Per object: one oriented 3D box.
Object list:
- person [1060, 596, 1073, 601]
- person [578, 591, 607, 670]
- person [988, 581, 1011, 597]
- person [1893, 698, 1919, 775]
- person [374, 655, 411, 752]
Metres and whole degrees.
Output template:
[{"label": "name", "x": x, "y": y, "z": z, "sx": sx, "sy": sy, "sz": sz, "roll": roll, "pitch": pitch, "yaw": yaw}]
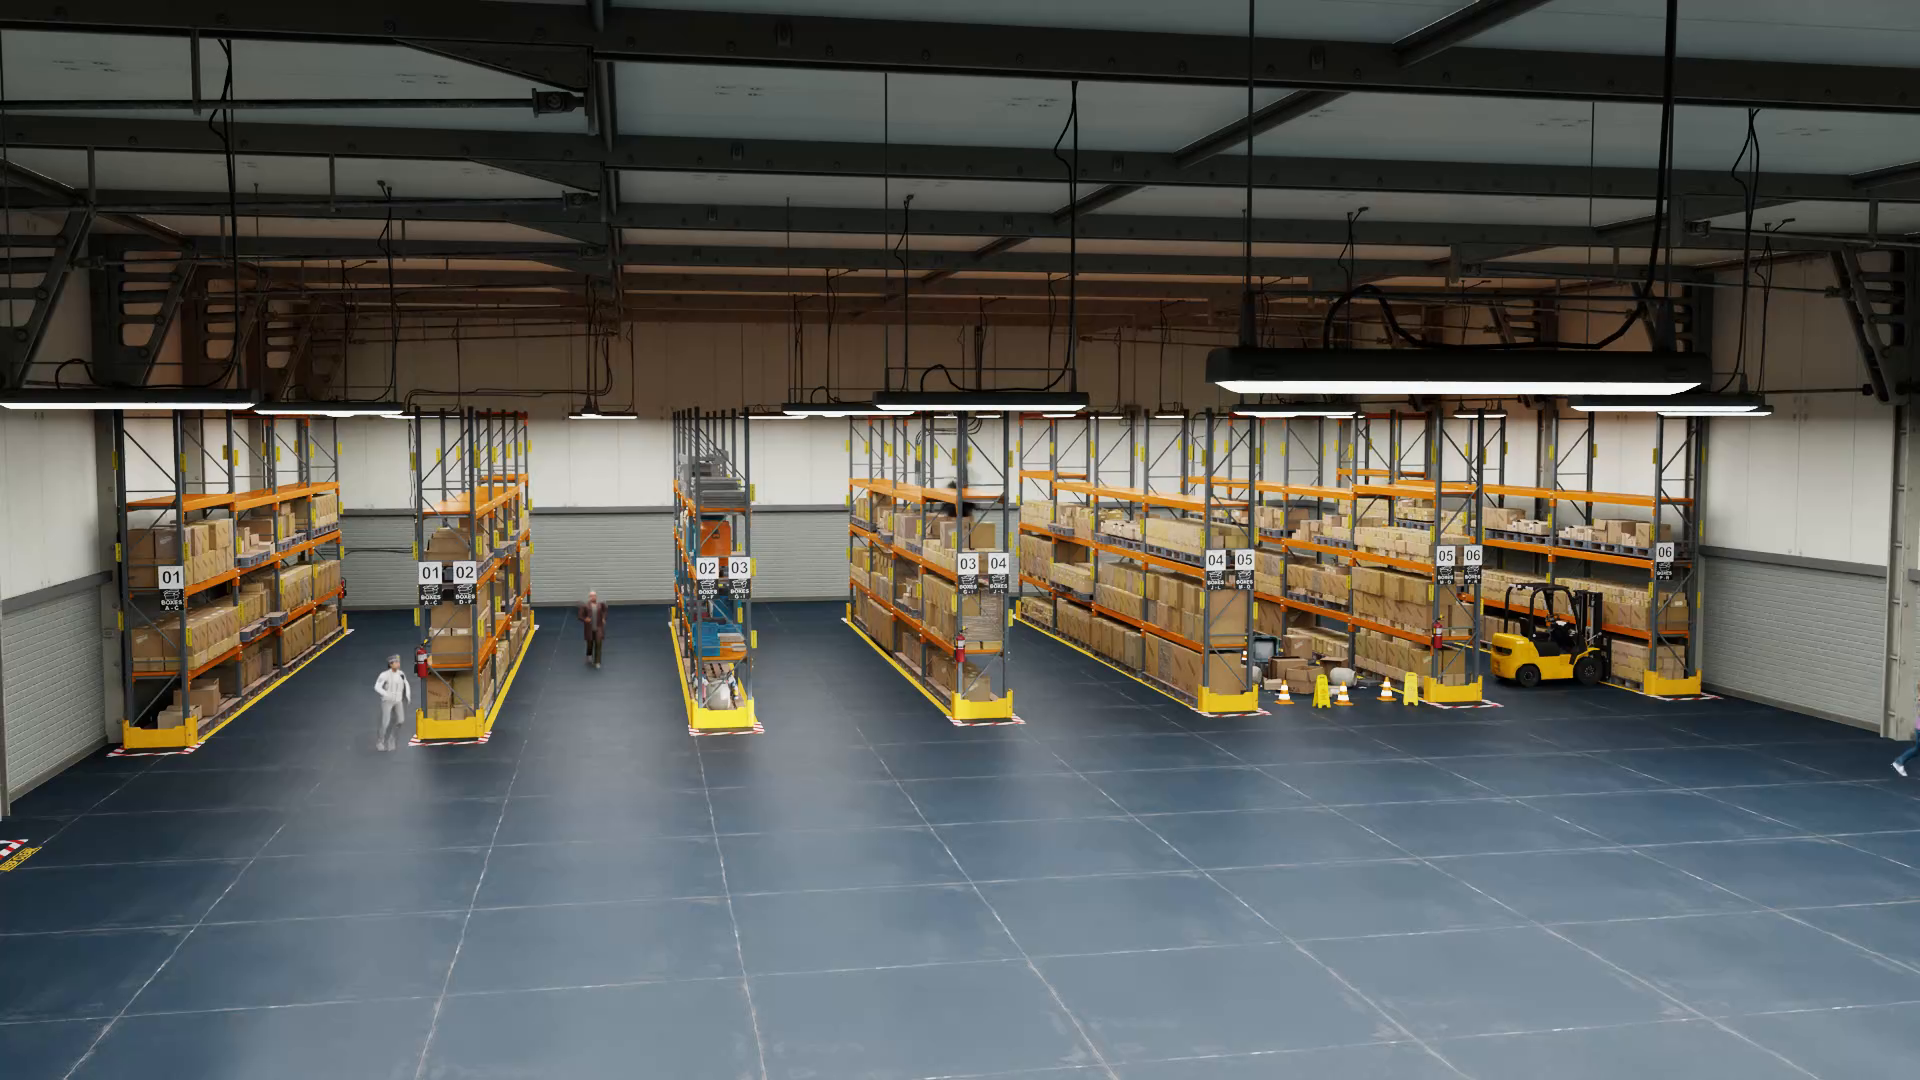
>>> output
[{"label": "person", "x": 3.160, "y": 1.279, "z": 50.197, "sx": 0.567, "sy": 1.740, "sz": 0.648, "roll": -2, "pitch": 5, "yaw": -27}, {"label": "person", "x": -8.517, "y": 2.078, "z": 38.638, "sx": 0.712, "sy": 1.776, "sz": 1.037, "roll": -2, "pitch": 4, "yaw": -21}, {"label": "person", "x": 1.055, "y": 1.657, "z": 45.271, "sx": 0.673, "sy": 1.779, "sz": 0.914, "roll": 0, "pitch": 4, "yaw": -4}, {"label": "person", "x": 15.306, "y": 3.022, "z": 26.413, "sx": 0.558, "sy": 1.610, "sz": 0.837, "roll": -3, "pitch": 5, "yaw": -39}, {"label": "person", "x": -9.863, "y": 2.835, "z": 28.986, "sx": 0.684, "sy": 1.676, "sz": 0.582, "roll": -4, "pitch": 6, "yaw": -42}]
